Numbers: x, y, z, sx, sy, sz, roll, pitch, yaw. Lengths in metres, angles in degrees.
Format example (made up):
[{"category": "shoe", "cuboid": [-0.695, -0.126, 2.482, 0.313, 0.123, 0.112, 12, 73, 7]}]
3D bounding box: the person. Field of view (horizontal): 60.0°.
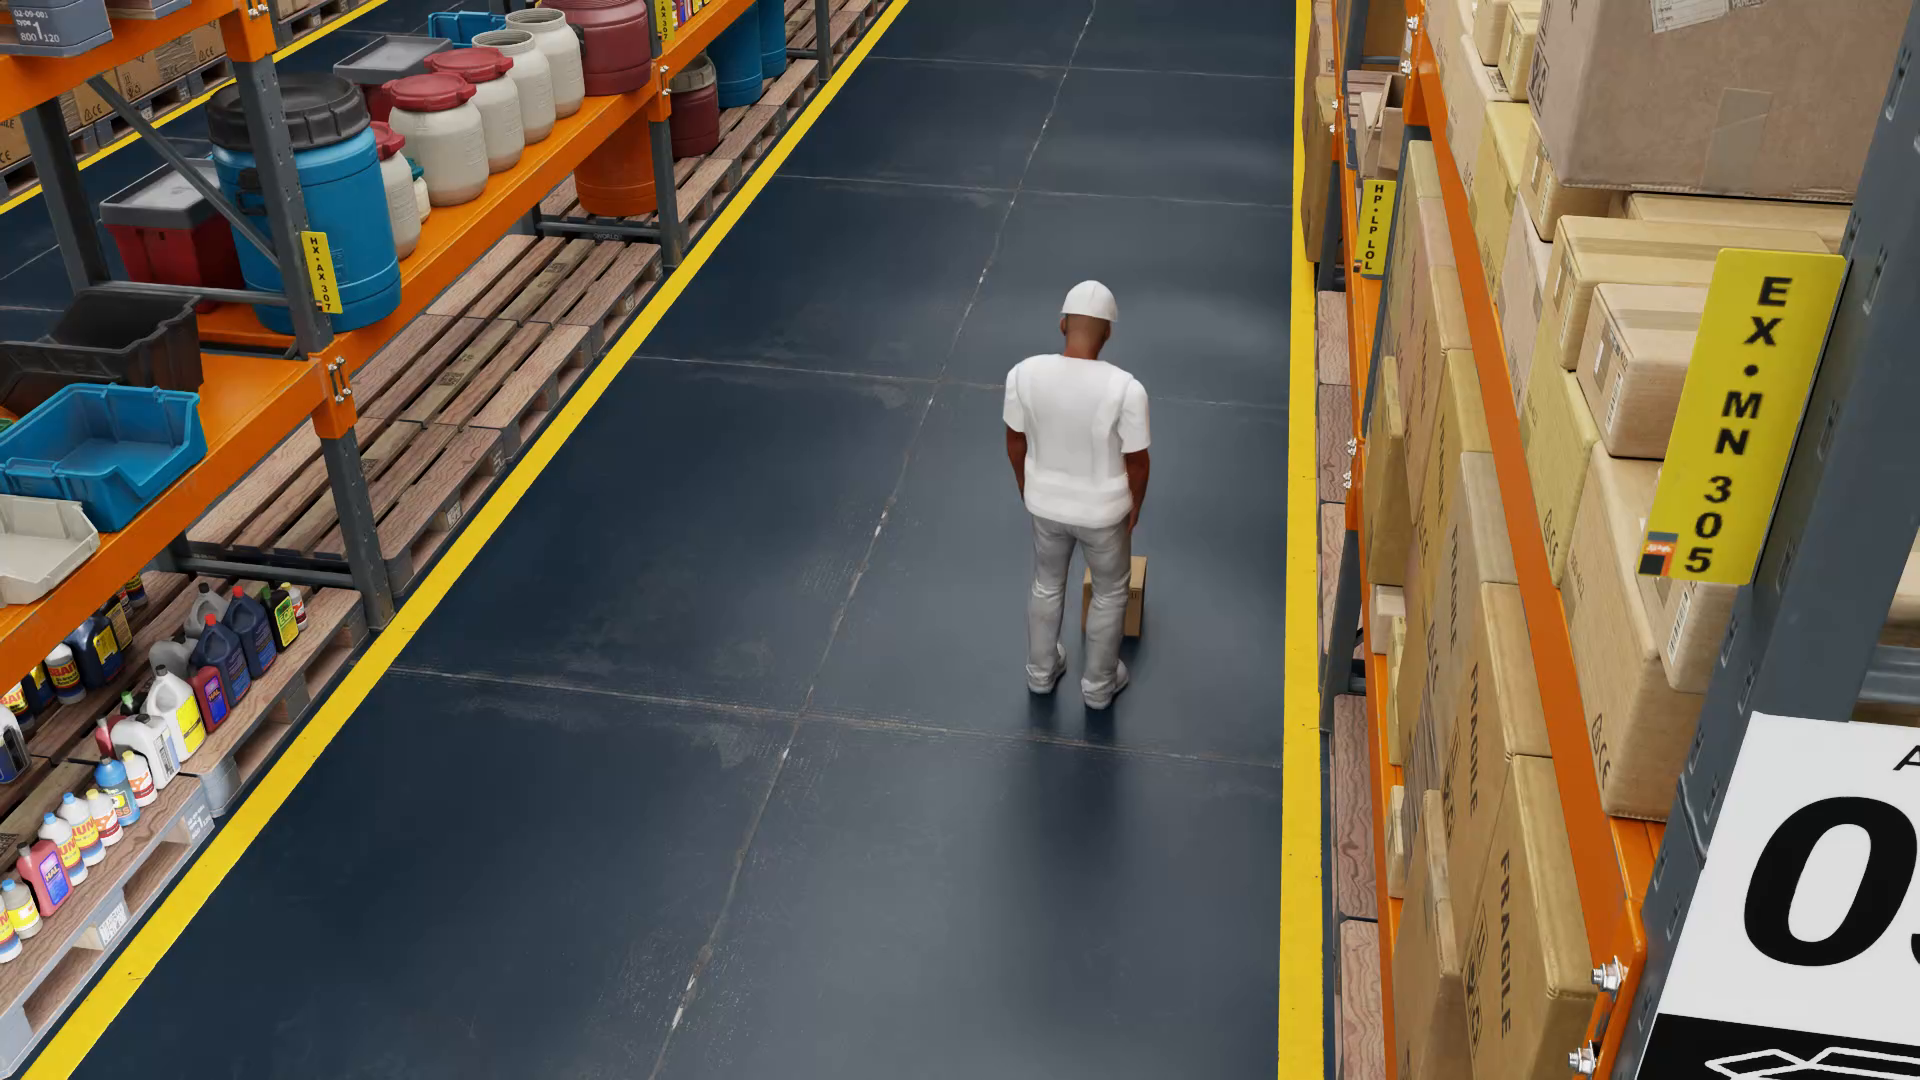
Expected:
[{"category": "person", "cuboid": [0.451, -0.162, 6.394, 0.578, 1.744, 0.396, 14, 35, 21]}]
